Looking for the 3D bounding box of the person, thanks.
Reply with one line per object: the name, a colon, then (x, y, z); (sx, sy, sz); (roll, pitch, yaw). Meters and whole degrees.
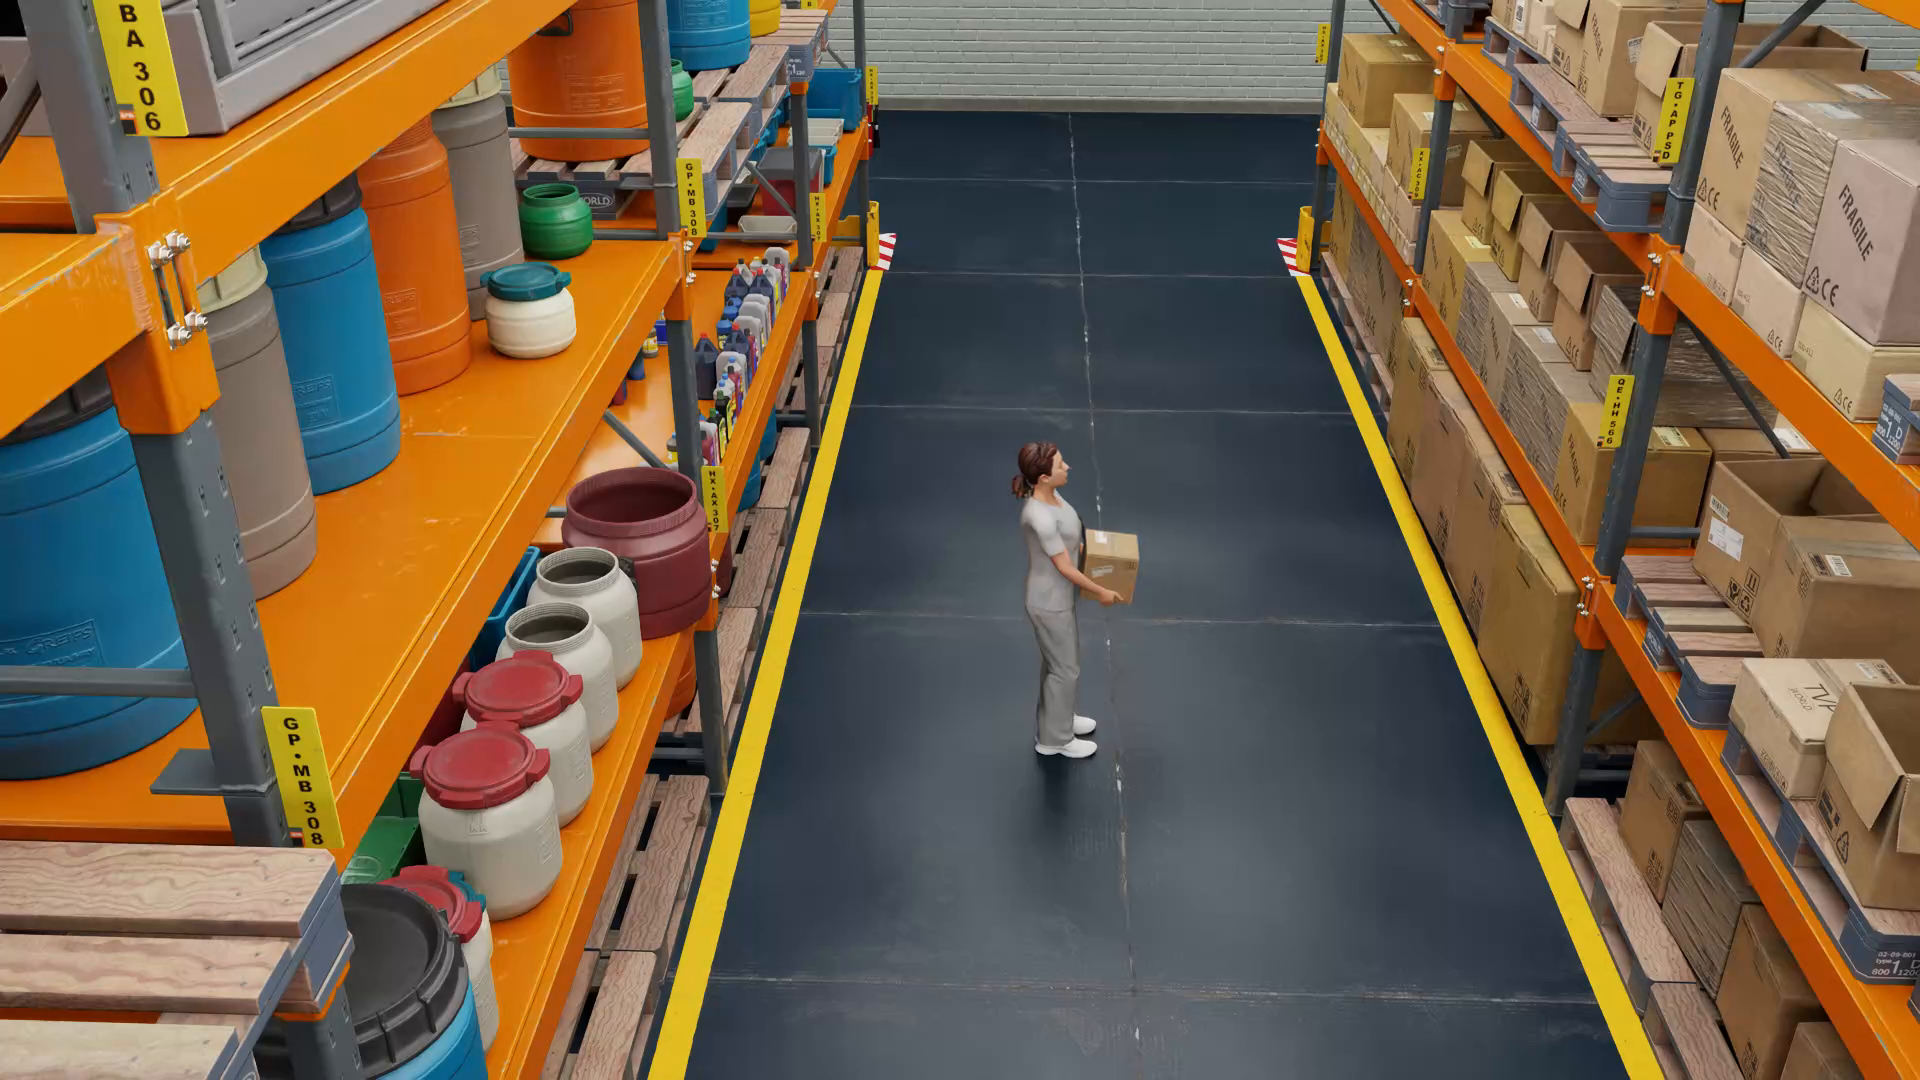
person: (0.510, 0.285, 8.101); (0.554, 1.662, 0.437); (1, 28, 2)
